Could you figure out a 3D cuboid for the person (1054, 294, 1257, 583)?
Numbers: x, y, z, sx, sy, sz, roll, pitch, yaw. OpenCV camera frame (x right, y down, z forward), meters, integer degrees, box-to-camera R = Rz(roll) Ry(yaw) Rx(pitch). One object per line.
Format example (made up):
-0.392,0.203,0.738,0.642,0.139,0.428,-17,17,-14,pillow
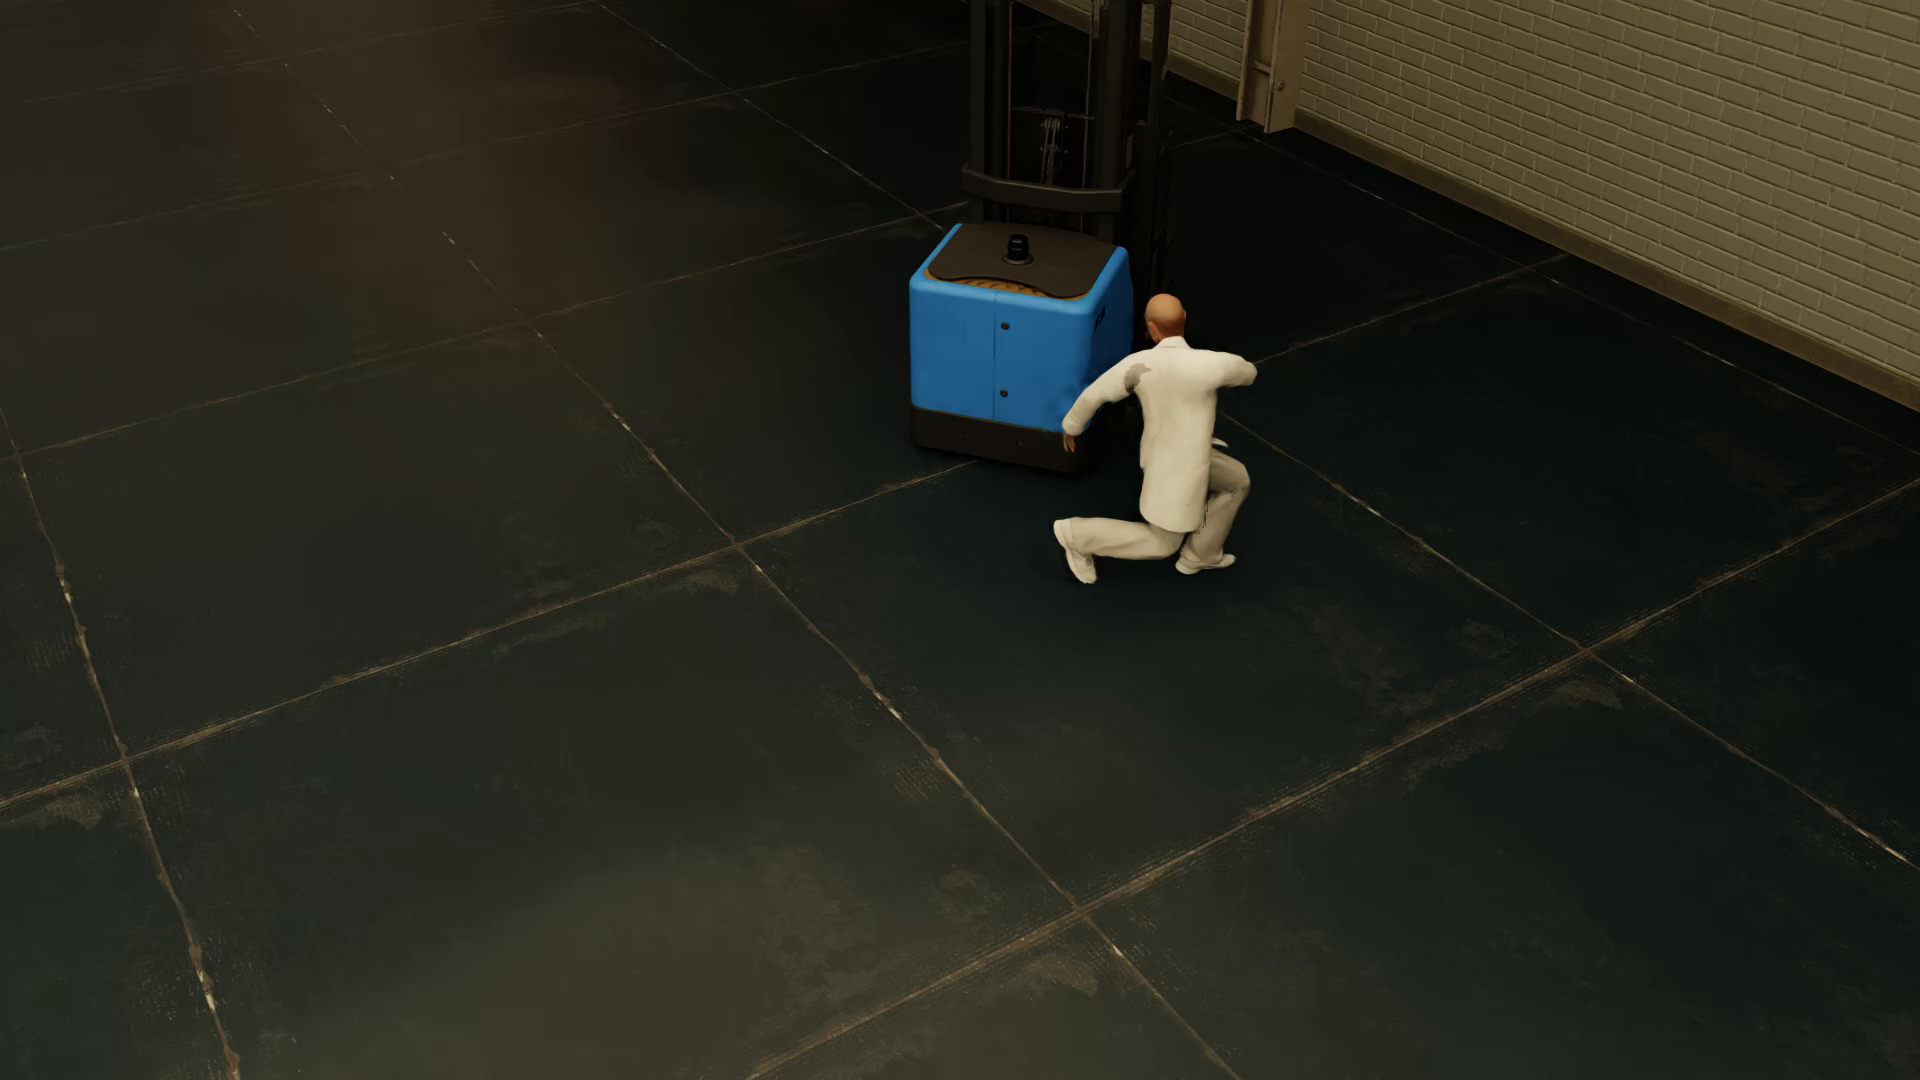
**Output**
0.948,-0.470,8.107,0.973,1.537,0.723,-11,36,-15,person

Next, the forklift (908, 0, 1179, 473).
0.675,-2.410,9.578,1.130,2.935,3.031,11,37,16,forklift
